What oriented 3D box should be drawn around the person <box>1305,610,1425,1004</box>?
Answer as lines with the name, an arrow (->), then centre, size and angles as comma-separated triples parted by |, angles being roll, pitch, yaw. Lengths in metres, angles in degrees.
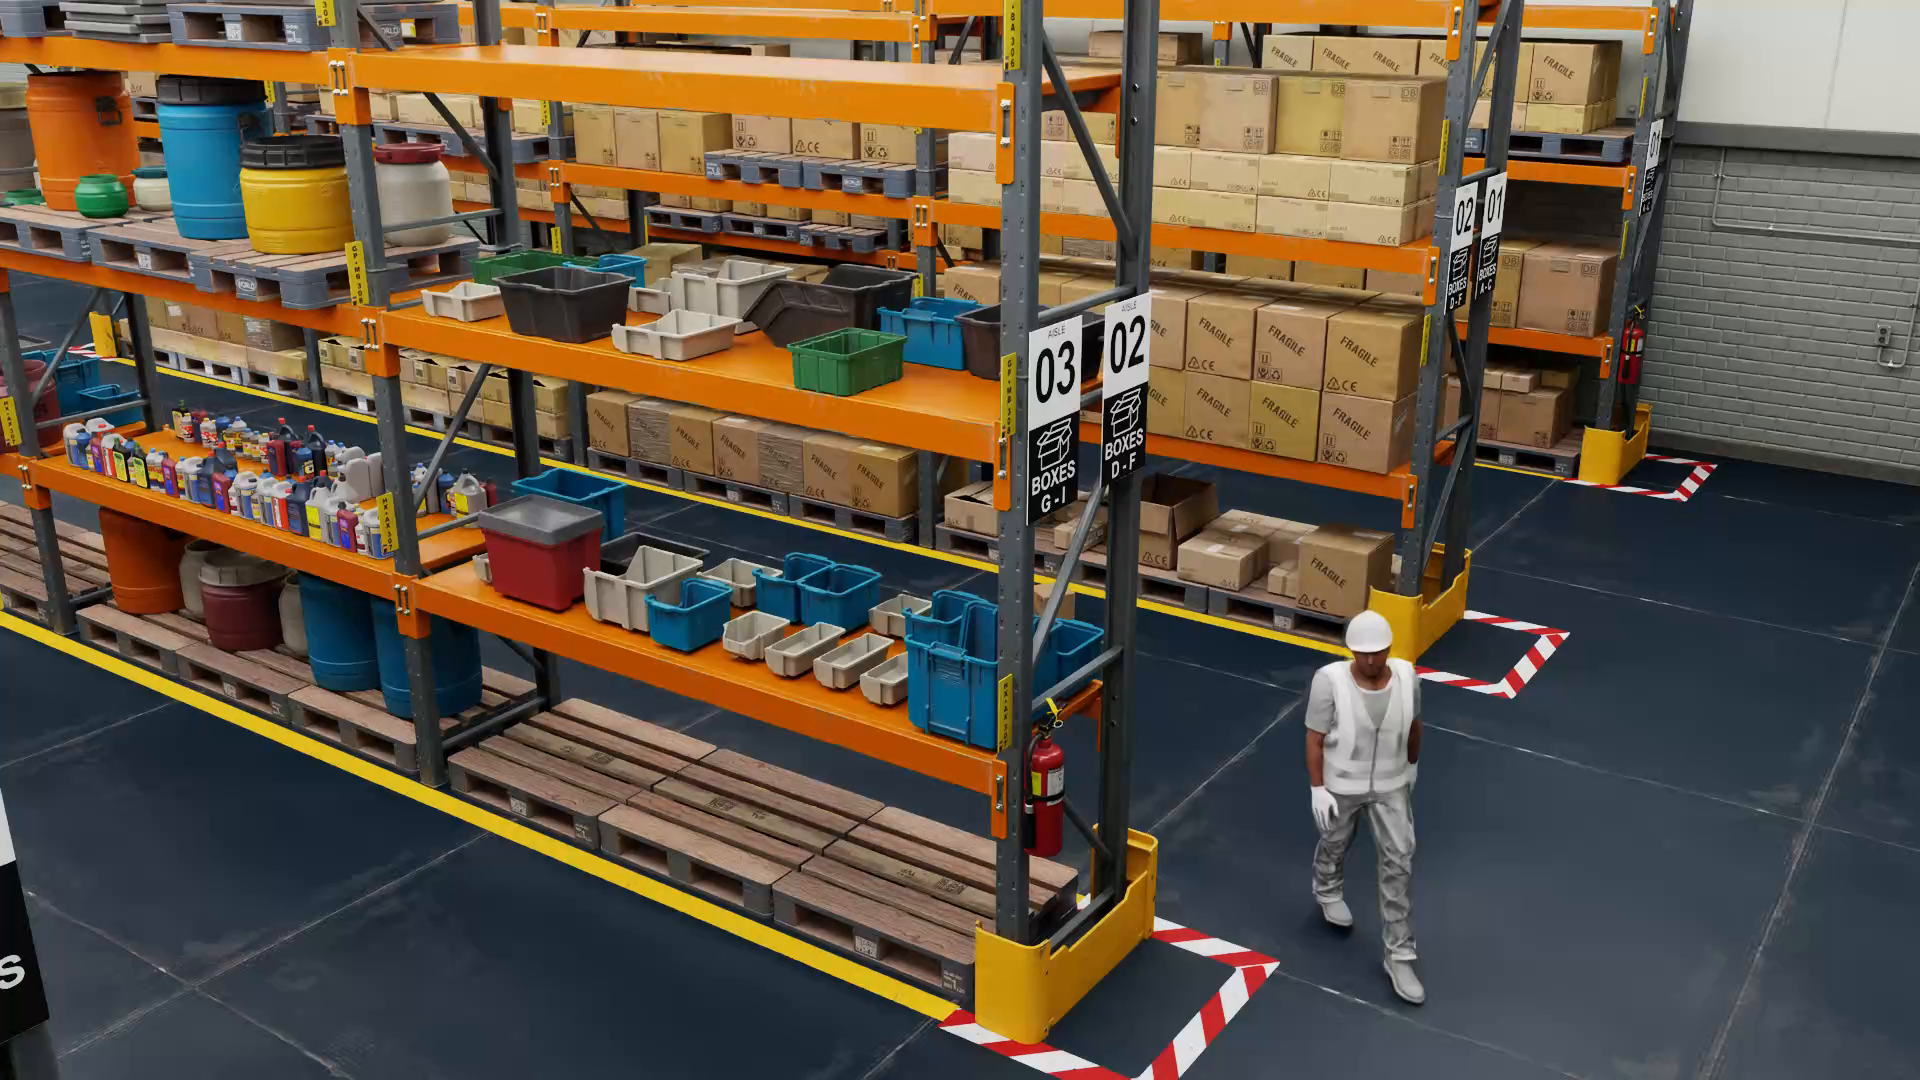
person -> 1.909, 1.164, 7.751 | 0.608, 1.746, 0.923 | -1, 20, -2
